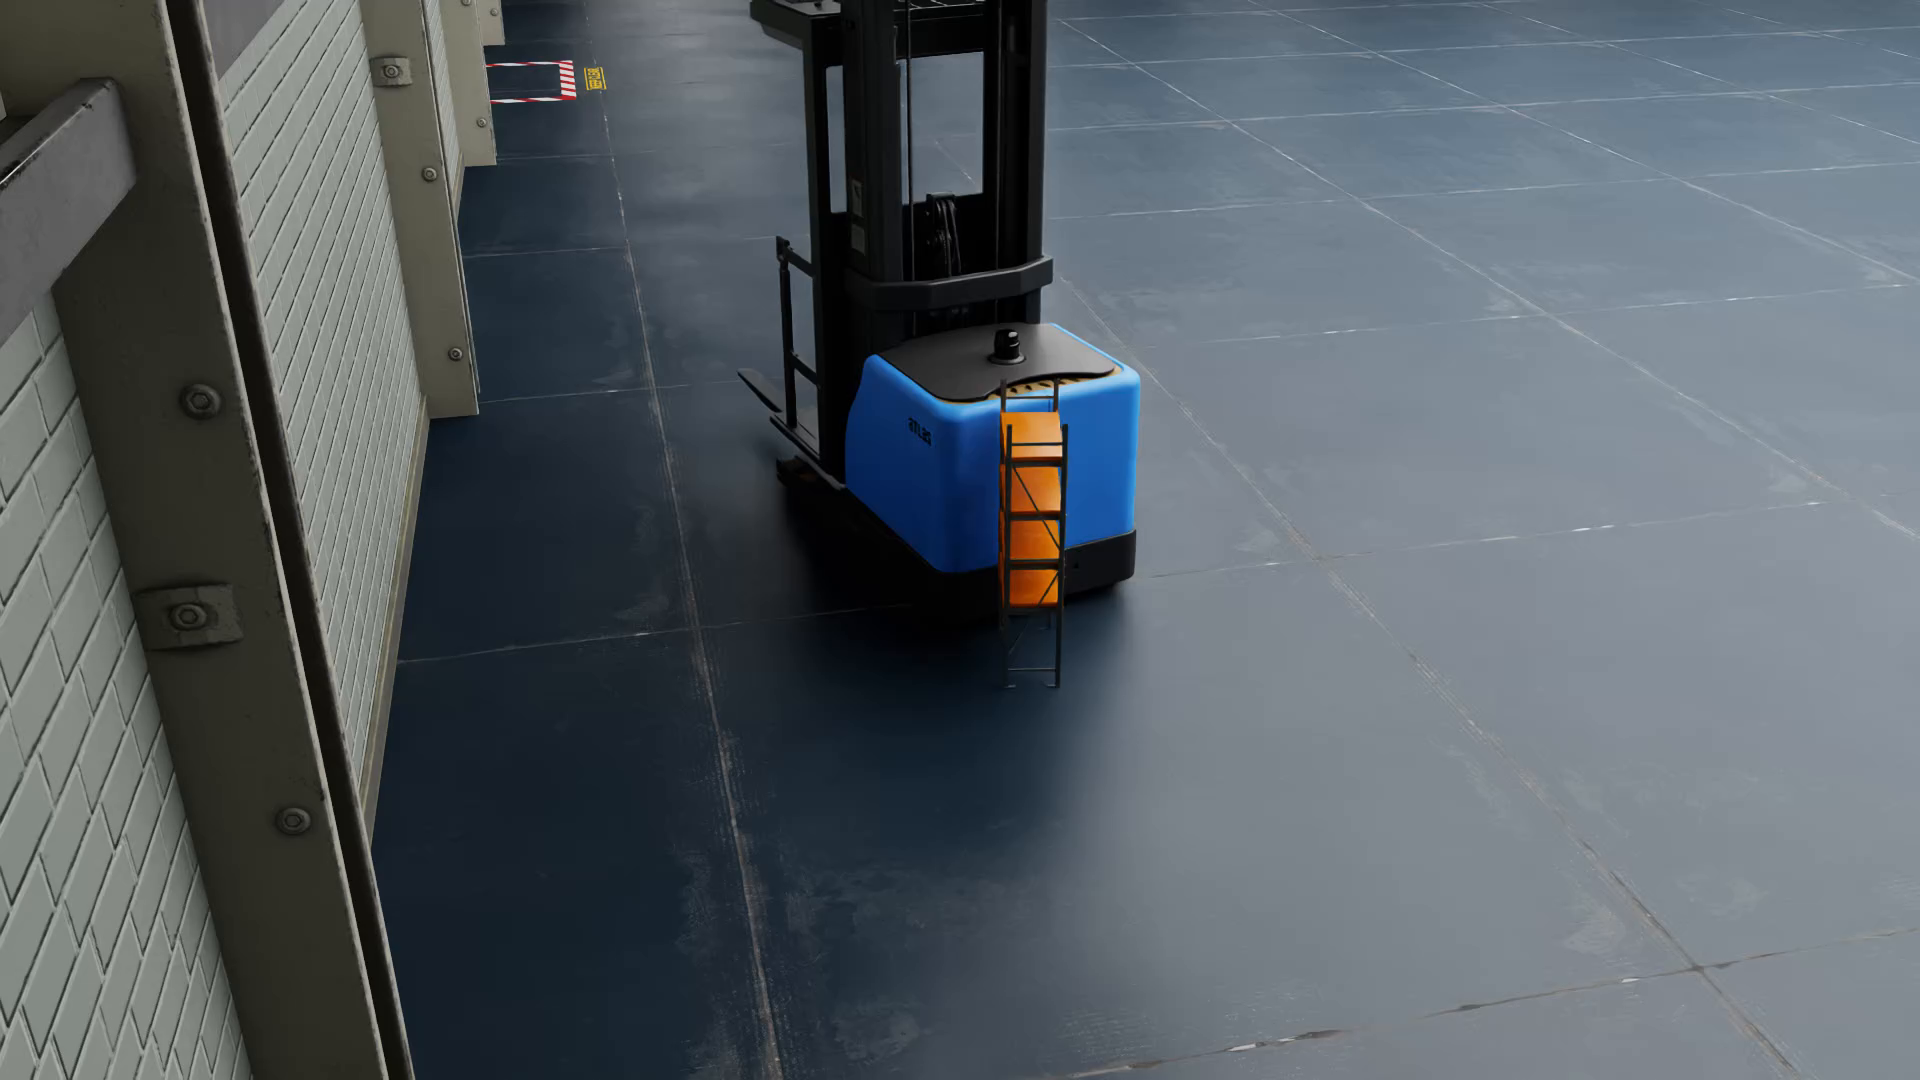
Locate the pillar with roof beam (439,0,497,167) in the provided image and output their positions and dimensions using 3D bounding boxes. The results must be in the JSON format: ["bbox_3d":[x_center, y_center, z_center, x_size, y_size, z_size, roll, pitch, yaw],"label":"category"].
[{"bbox_3d":[-0.162,-7.891,13.897,9.100,9.000,0.400,-6,27,-12],"label":"pillar with roof beam"}]

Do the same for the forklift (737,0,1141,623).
[{"bbox_3d":[-0.309,-1.574,8.117,1.130,2.935,3.031,-13,30,-24],"label":"forklift"}]

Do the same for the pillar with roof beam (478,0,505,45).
[{"bbox_3d":[-1.515,-10.525,19.115,9.100,9.000,0.400,-6,27,-12],"label":"pillar with roof beam"}]

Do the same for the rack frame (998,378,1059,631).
[{"bbox_3d":[0.291,-0.134,7.183,0.240,1.200,0.015,-1,27,-1],"label":"rack frame"}]

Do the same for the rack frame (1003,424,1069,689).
[{"bbox_3d":[0.303,0.086,6.748,0.240,1.200,0.015,-1,27,-1],"label":"rack frame"}]

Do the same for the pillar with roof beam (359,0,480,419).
[{"bbox_3d":[1.190,-5.257,8.678,9.100,9.000,0.400,-6,27,-12],"label":"pillar with roof beam"}]

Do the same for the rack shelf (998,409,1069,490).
[{"bbox_3d":[0.297,-0.375,6.789,0.258,0.148,0.480,-1,27,-1],"label":"rack shelf"}]

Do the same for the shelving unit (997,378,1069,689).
[{"bbox_3d":[0.297,-0.024,6.966,0.258,1.200,0.503,-1,27,-1],"label":"shelving unit"}]

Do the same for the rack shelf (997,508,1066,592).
[{"bbox_3d":[0.297,0.036,6.996,0.258,0.148,0.480,-1,27,-1],"label":"rack shelf"}]

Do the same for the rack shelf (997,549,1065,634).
[{"bbox_3d":[0.297,0.213,7.085,0.258,0.148,0.480,-1,27,-1],"label":"rack shelf"}]

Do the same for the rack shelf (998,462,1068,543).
[{"bbox_3d":[0.297,-0.163,6.895,0.258,0.148,0.480,-1,27,-1],"label":"rack shelf"}]
